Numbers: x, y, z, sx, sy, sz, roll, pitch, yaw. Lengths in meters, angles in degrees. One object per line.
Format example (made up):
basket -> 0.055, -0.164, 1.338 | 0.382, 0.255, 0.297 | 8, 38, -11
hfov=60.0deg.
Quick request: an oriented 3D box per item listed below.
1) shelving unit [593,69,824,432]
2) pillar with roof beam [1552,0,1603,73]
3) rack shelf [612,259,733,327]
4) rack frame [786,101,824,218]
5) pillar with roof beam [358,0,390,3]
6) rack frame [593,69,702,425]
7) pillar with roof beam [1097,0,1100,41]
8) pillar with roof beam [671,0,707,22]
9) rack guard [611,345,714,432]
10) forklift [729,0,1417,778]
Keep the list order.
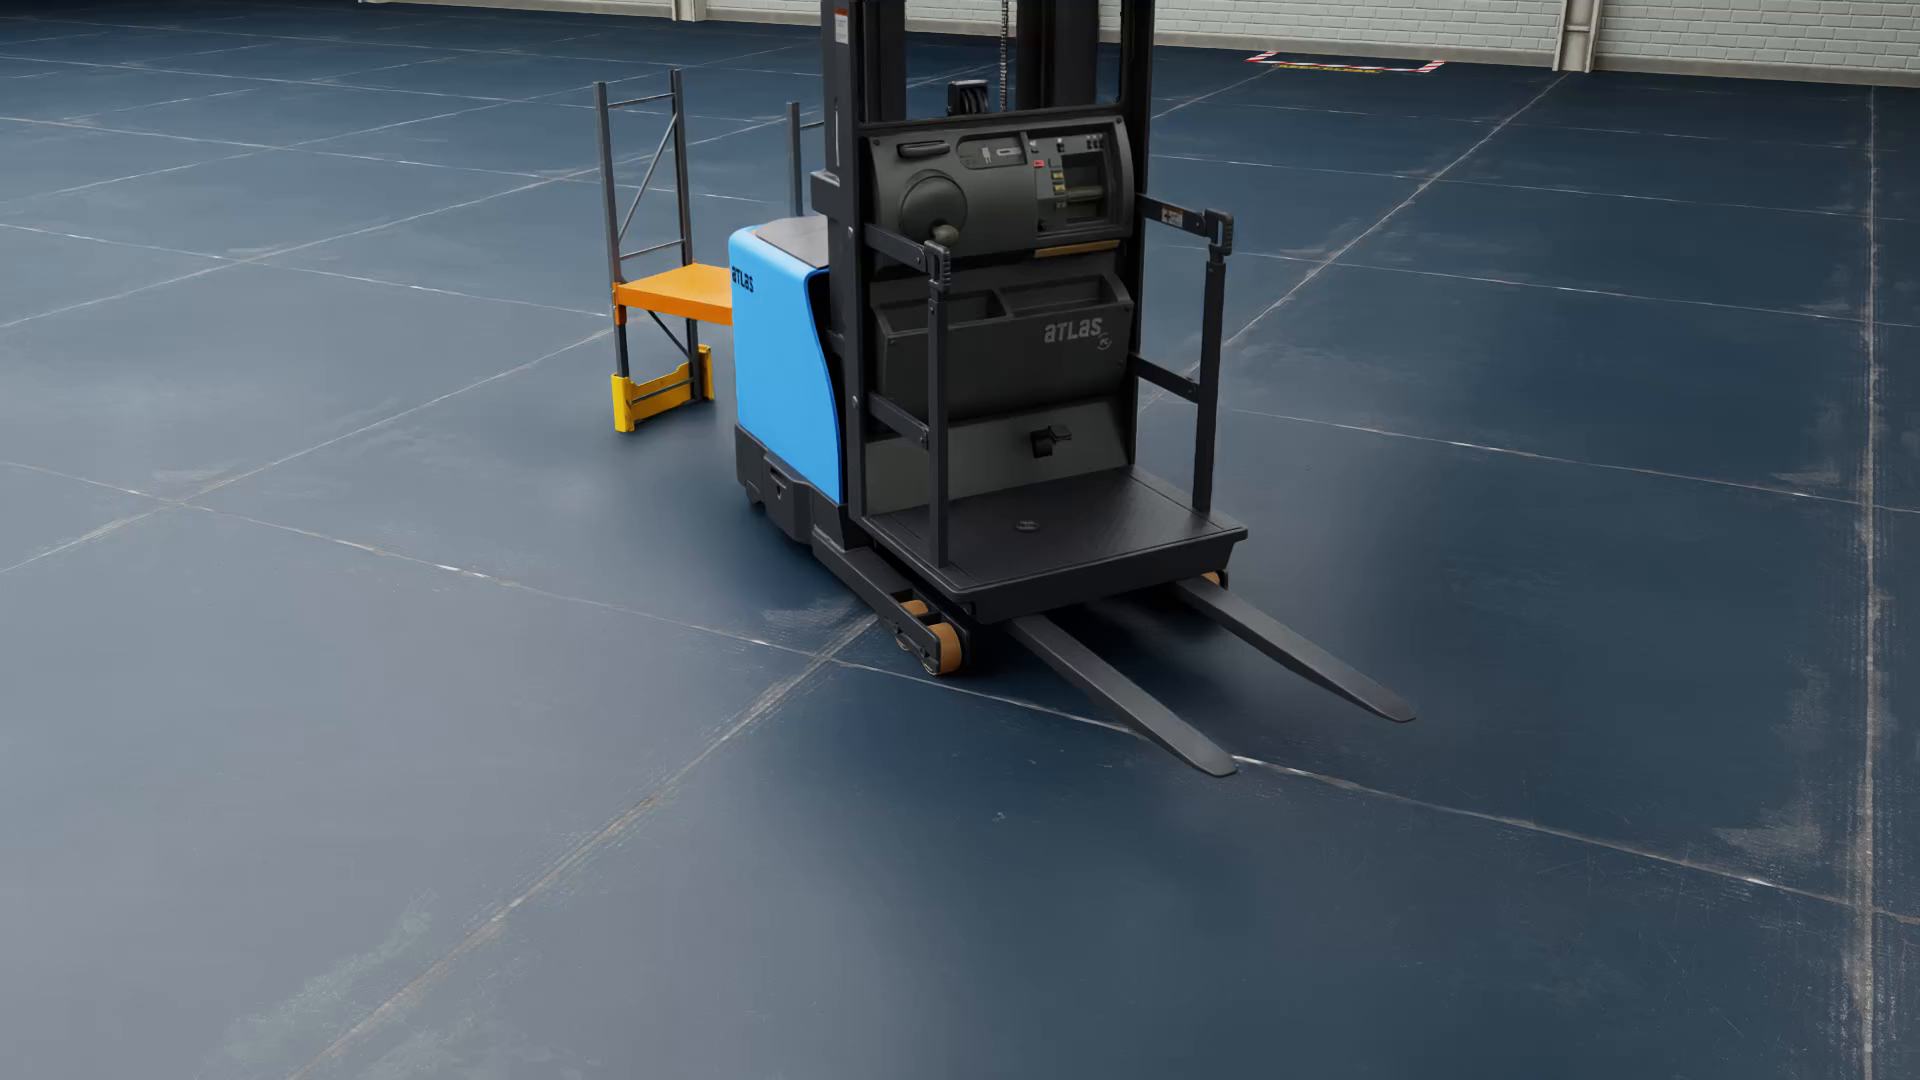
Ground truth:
shelving unit -> -0.931, -1.162, 7.066 | 1.083, 1.500, 0.587 | 15, 27, 31
pillar with roof beam -> 4.930, -7.910, 13.351 | 0.400, 9.000, 9.100 | 11, 25, 25
rack shelf -> -0.938, -0.998, 7.141 | 1.000, 0.185, 0.538 | 15, 27, 31
rack frame -> -0.514, -1.054, 6.812 | 0.032, 1.500, 0.500 | 15, 27, 31
pillar with roof beam -> -11.134, -11.088, 20.824 | 0.400, 9.000, 9.100 | 11, 25, 25
rack frame -> -1.362, -1.274, 7.328 | 0.032, 1.500, 0.500 | 15, 27, 31
pillar with roof beam -> -0.425, -8.969, 15.842 | 0.400, 9.000, 9.100 | 11, 25, 25
pillar with roof beam -> -5.779, -10.029, 18.333 | 0.400, 9.000, 9.100 | 11, 25, 25
rack guard -> -1.346, -0.694, 7.563 | 0.087, 0.250, 0.587 | 15, 27, 31
forklift -> 0.247, -1.122, 5.143 | 1.130, 2.935, 3.031 | -12, 26, -26
